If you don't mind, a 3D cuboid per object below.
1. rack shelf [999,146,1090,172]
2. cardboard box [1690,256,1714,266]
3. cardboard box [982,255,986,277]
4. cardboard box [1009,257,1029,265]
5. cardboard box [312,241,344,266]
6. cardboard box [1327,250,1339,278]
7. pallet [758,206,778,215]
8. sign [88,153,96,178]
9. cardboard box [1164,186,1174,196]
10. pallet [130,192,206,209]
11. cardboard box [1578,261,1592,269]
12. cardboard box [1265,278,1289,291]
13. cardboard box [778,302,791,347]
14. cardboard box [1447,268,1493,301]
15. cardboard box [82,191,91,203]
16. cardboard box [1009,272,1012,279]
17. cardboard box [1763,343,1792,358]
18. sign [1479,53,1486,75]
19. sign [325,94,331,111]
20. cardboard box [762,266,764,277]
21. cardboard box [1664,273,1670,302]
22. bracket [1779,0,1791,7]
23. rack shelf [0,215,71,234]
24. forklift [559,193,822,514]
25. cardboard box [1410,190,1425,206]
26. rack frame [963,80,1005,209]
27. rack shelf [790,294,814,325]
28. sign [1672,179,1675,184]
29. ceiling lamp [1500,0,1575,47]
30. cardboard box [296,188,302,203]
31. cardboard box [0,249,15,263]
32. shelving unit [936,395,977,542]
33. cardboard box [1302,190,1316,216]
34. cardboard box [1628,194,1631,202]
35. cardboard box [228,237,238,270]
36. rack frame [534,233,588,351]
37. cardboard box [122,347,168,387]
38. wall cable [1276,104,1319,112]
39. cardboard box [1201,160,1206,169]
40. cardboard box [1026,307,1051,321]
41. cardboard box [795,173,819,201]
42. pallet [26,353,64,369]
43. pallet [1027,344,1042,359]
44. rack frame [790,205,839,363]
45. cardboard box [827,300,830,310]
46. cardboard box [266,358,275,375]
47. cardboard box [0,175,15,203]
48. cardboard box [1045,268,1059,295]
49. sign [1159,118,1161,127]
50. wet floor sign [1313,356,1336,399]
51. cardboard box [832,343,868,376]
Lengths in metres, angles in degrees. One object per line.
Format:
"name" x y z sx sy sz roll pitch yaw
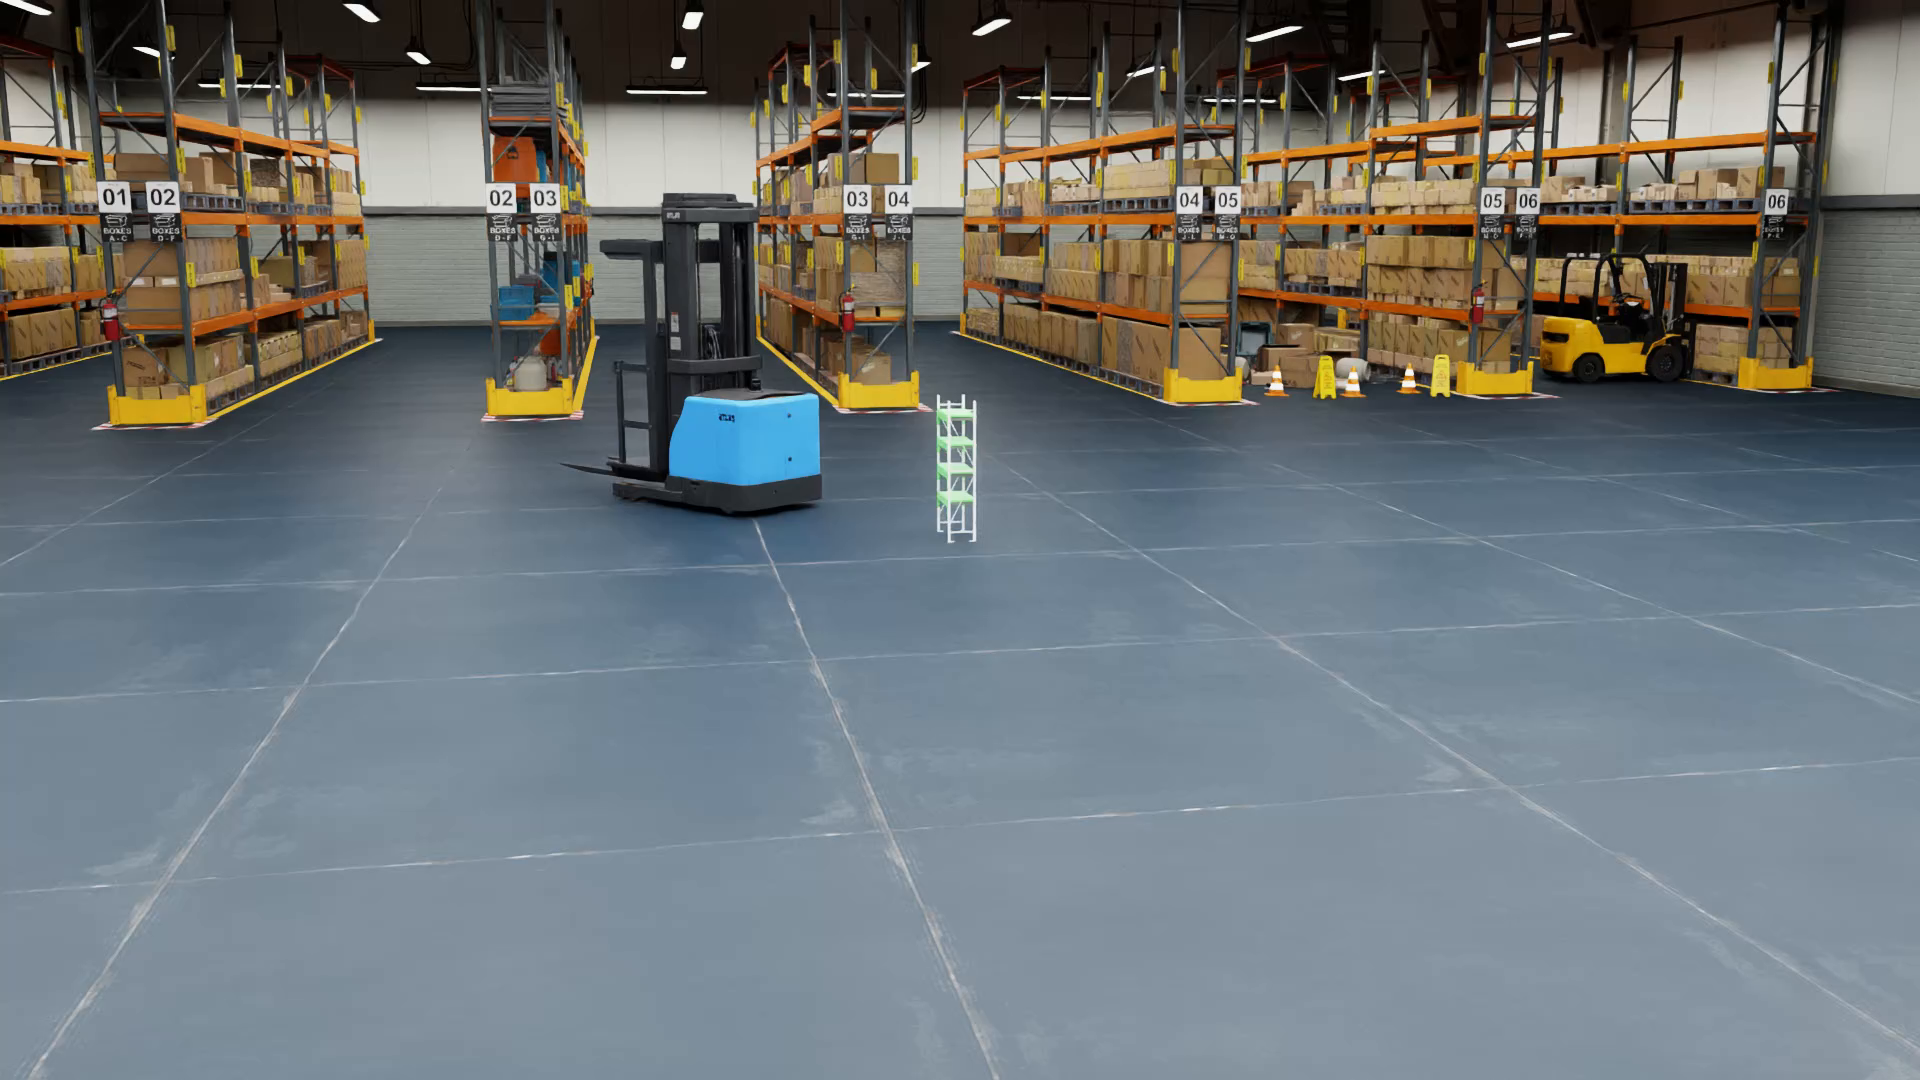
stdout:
"rack shelf" 1.751 -7.838 34.305 1.077 0.370 4.000 -2 11 -11
"cardboard box" 12.777 -4.789 28.538 0.380 0.149 0.250 -2 11 -10
"cardboard box" 0.795 -6.268 38.043 0.500 0.500 0.500 -2 11 -11
"cardboard box" 1.240 -5.857 34.904 0.380 0.149 0.250 -2 11 -9
"cardboard box" -13.057 -5.923 34.354 0.500 0.500 0.500 -2 11 -10
"cardboard box" 7.247 -5.203 31.323 0.500 0.500 0.500 -2 11 -9
"pallet" -4.146 -7.674 38.707 1.003 0.211 1.213 -2 11 -11
"sign" -11.442 -4.938 21.939 0.100 0.325 0.005 -2 11 -11
"cardboard box" 3.299 -5.261 25.075 0.380 0.149 0.250 -2 11 -11
"pallet" -11.019 -4.646 22.800 1.003 0.211 1.213 -2 11 -11
"cardboard box" 12.092 -5.280 31.911 0.380 0.149 0.250 -2 11 -13
"cardboard box" 6.623 -5.282 34.329 0.500 0.250 0.500 -3 11 -13
"cardboard box" -3.025 -4.366 33.672 1.225 0.875 0.875 -2 11 -11
"cardboard box" 8.156 -4.090 26.601 0.500 0.500 0.500 -2 11 -12
"cardboard box" -18.060 -6.991 33.894 0.500 0.250 0.500 -2 11 -12
"cardboard box" 1.247 -5.562 34.948 0.380 0.149 0.250 -2 11 -12
"cardboard box" 13.512 -3.182 27.784 0.500 0.250 0.500 -2 11 -10
"sign" 7.983 -7.273 25.419 0.100 0.325 0.005 -2 11 -11
"sign" -12.698 -8.791 33.397 0.100 0.325 0.005 -2 11 -11
"cardboard box" -4.271 -6.167 38.180 0.500 0.250 0.500 -2 11 -13
"cardboard box" 12.669 -4.491 29.501 0.500 0.500 0.500 -2 11 -12
"bracket" 13.720 -8.926 27.398 0.235 0.232 0.430 -2 11 -11
"rack shelf" -17.710 -5.859 30.858 1.077 0.370 4.000 -2 11 -11
"forklift" -2.771 -1.879 16.227 3.031 2.935 1.130 9 14 39
"cardboard box" 7.865 -5.715 27.786 0.500 0.250 0.500 -2 11 -10
"rack frame" 0.584 -9.489 39.982 1.000 3.000 0.127 -2 11 -11
"rack shelf" -2.356 -4.192 30.124 1.077 0.370 4.000 -2 11 -11
"sign" 13.166 -6.507 30.746 0.100 0.325 0.005 -2 11 -11
"ceiling lamp" 10.493 -10.430 29.315 0.800 3.185 2.000 -2 11 -11
"cardboard box" -12.680 -6.248 30.710 0.910 0.500 0.500 -2 11 -11
"cardboard box" -17.162 -5.043 29.550 0.500 0.250 0.500 -2 11 -10
"shelving unit" -0.032 -0.620 14.244 0.258 1.200 0.503 -2 11 -11
"cardboard box" 7.150 -6.621 32.672 0.700 0.500 0.500 -2 11 -11
"cardboard box" 12.649 -6.489 31.524 0.380 0.149 0.250 -2 11 -11
"cardboard box" -11.592 -4.424 25.683 0.700 0.500 0.500 -2 11 -11
"rack frame" -8.381 -5.466 34.892 1.000 3.000 0.127 -2 11 -11
"cardboard box" -11.303 -2.397 22.993 0.500 0.500 0.500 -2 11 -11
"wall cable" 10.446 -13.682 47.140 2.988 3.039 0.133 -2 11 -11
"cardboard box" 3.895 -5.723 25.369 0.380 0.149 0.250 -2 11 -11
"cardboard box" 1.641 -4.629 34.052 0.500 0.250 0.500 -2 11 -10
"cardboard box" -2.706 -6.400 30.172 0.500 0.500 0.500 -2 11 -13
"pallet" -17.635 -3.373 31.352 1.003 0.211 1.213 -2 11 -11
"pallet" 1.989 -3.848 33.848 1.003 0.211 1.213 -2 11 -11
"rack frame" -2.745 -4.912 31.984 1.000 3.000 0.127 -2 11 -11
"cardboard box" -1.915 -3.730 26.445 0.380 0.149 0.250 -2 11 -11
"cardboard box" -11.618 -2.852 27.387 0.500 0.250 0.500 -2 11 -10
"cardboard box" -17.721 -6.395 30.306 0.700 0.500 0.500 -2 11 -8
"cardboard box" 1.962 -5.031 32.340 0.500 0.500 0.500 -2 11 -10
"sign" 4.874 -10.205 40.823 0.100 0.325 0.005 -2 11 -11
"wet floor sign" 5.644 -2.517 25.696 0.267 0.644 0.232 -4 12 -21
"cardboard box" -1.810 -2.978 27.380 0.500 0.500 0.500 1 11 7
